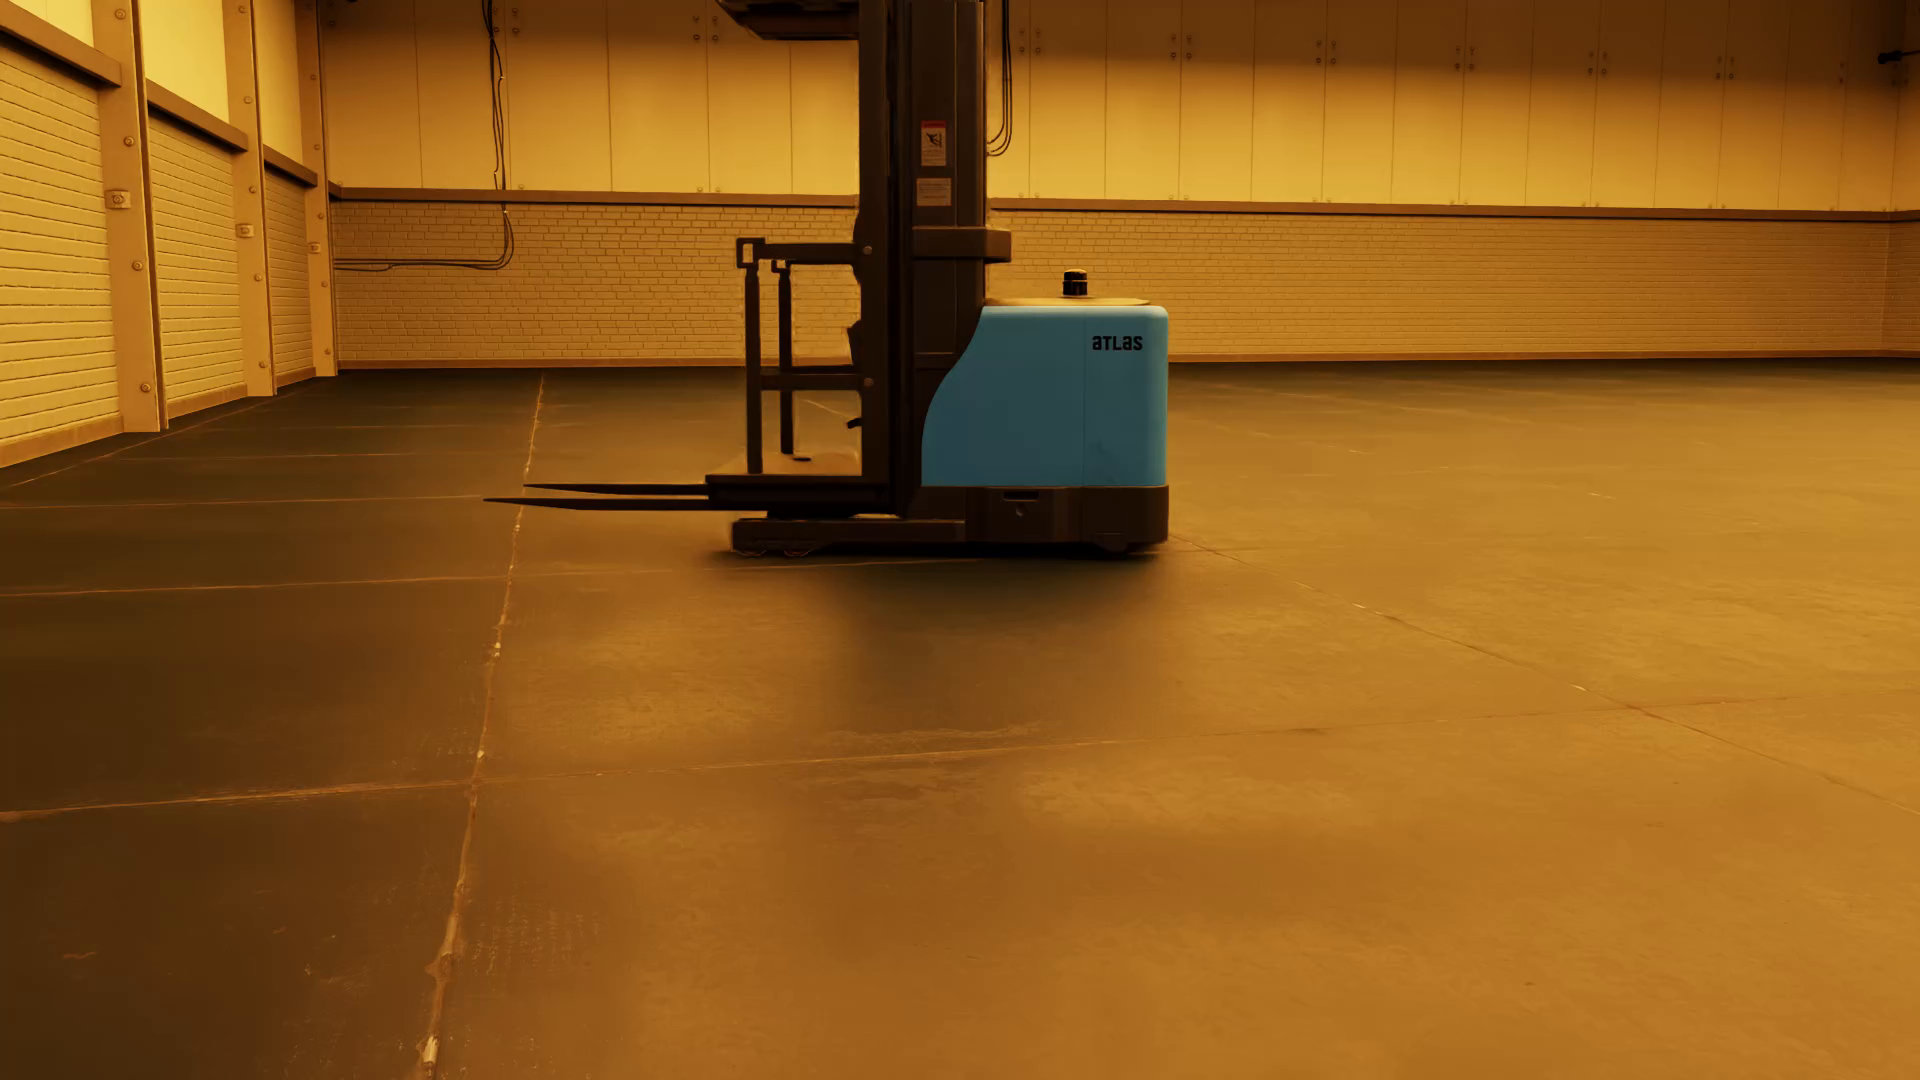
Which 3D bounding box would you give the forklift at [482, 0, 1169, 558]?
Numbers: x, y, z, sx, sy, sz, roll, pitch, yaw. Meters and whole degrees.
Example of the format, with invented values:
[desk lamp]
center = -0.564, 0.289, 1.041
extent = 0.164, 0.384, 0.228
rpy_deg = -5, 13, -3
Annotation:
[forklift]
center = -0.599, -1.449, 7.484
extent = 3.031, 2.935, 1.130
rpy_deg = 0, 8, 2
